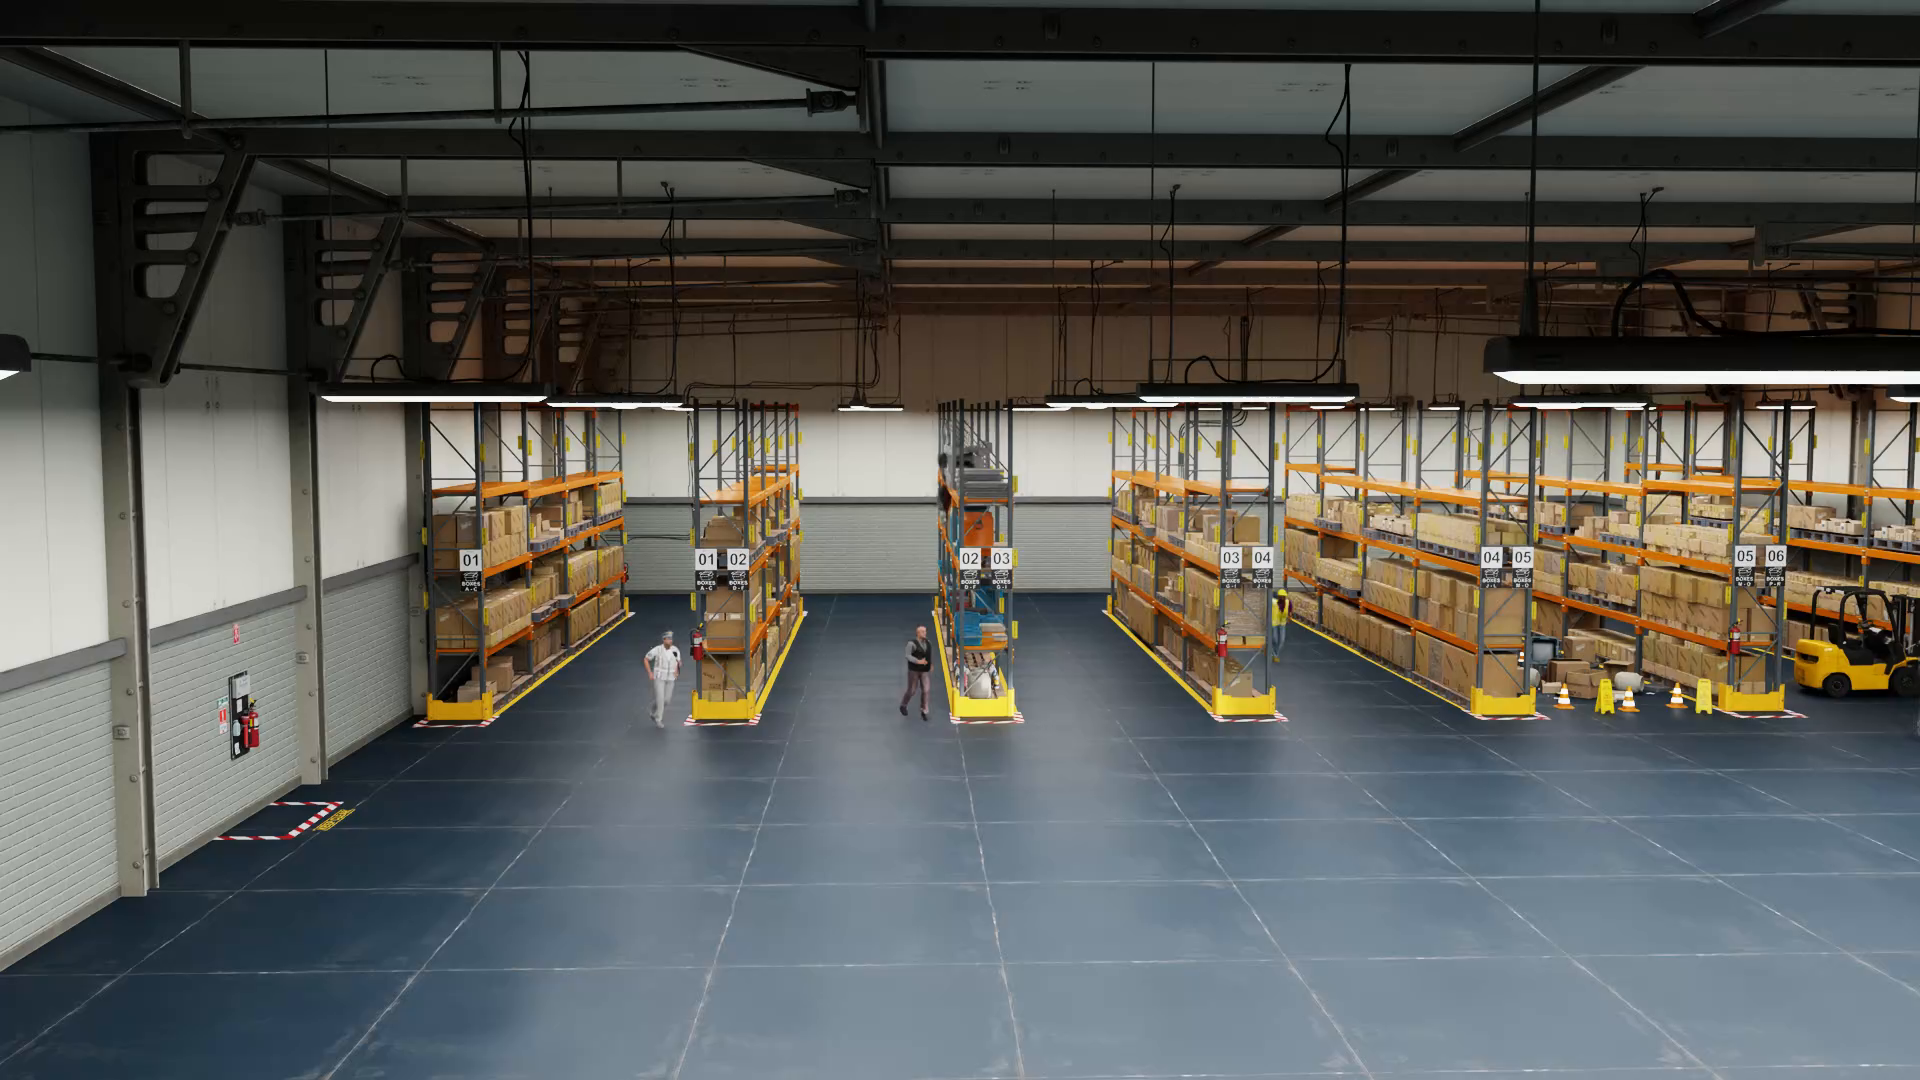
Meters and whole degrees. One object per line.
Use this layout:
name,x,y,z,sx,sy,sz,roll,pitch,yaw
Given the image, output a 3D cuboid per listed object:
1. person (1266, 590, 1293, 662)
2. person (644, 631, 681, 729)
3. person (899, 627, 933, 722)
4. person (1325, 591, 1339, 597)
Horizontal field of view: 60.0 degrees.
person,7.357,1.972,38.575,0.698,1.694,0.844,-1,5,-17
person,-5.458,2.537,30.634,0.710,1.737,0.794,-3,5,-33
person,-0.767,2.492,31.230,0.670,1.753,0.858,-3,5,-31
person,11.057,1.039,49.509,0.813,1.735,0.631,-2,5,-27
